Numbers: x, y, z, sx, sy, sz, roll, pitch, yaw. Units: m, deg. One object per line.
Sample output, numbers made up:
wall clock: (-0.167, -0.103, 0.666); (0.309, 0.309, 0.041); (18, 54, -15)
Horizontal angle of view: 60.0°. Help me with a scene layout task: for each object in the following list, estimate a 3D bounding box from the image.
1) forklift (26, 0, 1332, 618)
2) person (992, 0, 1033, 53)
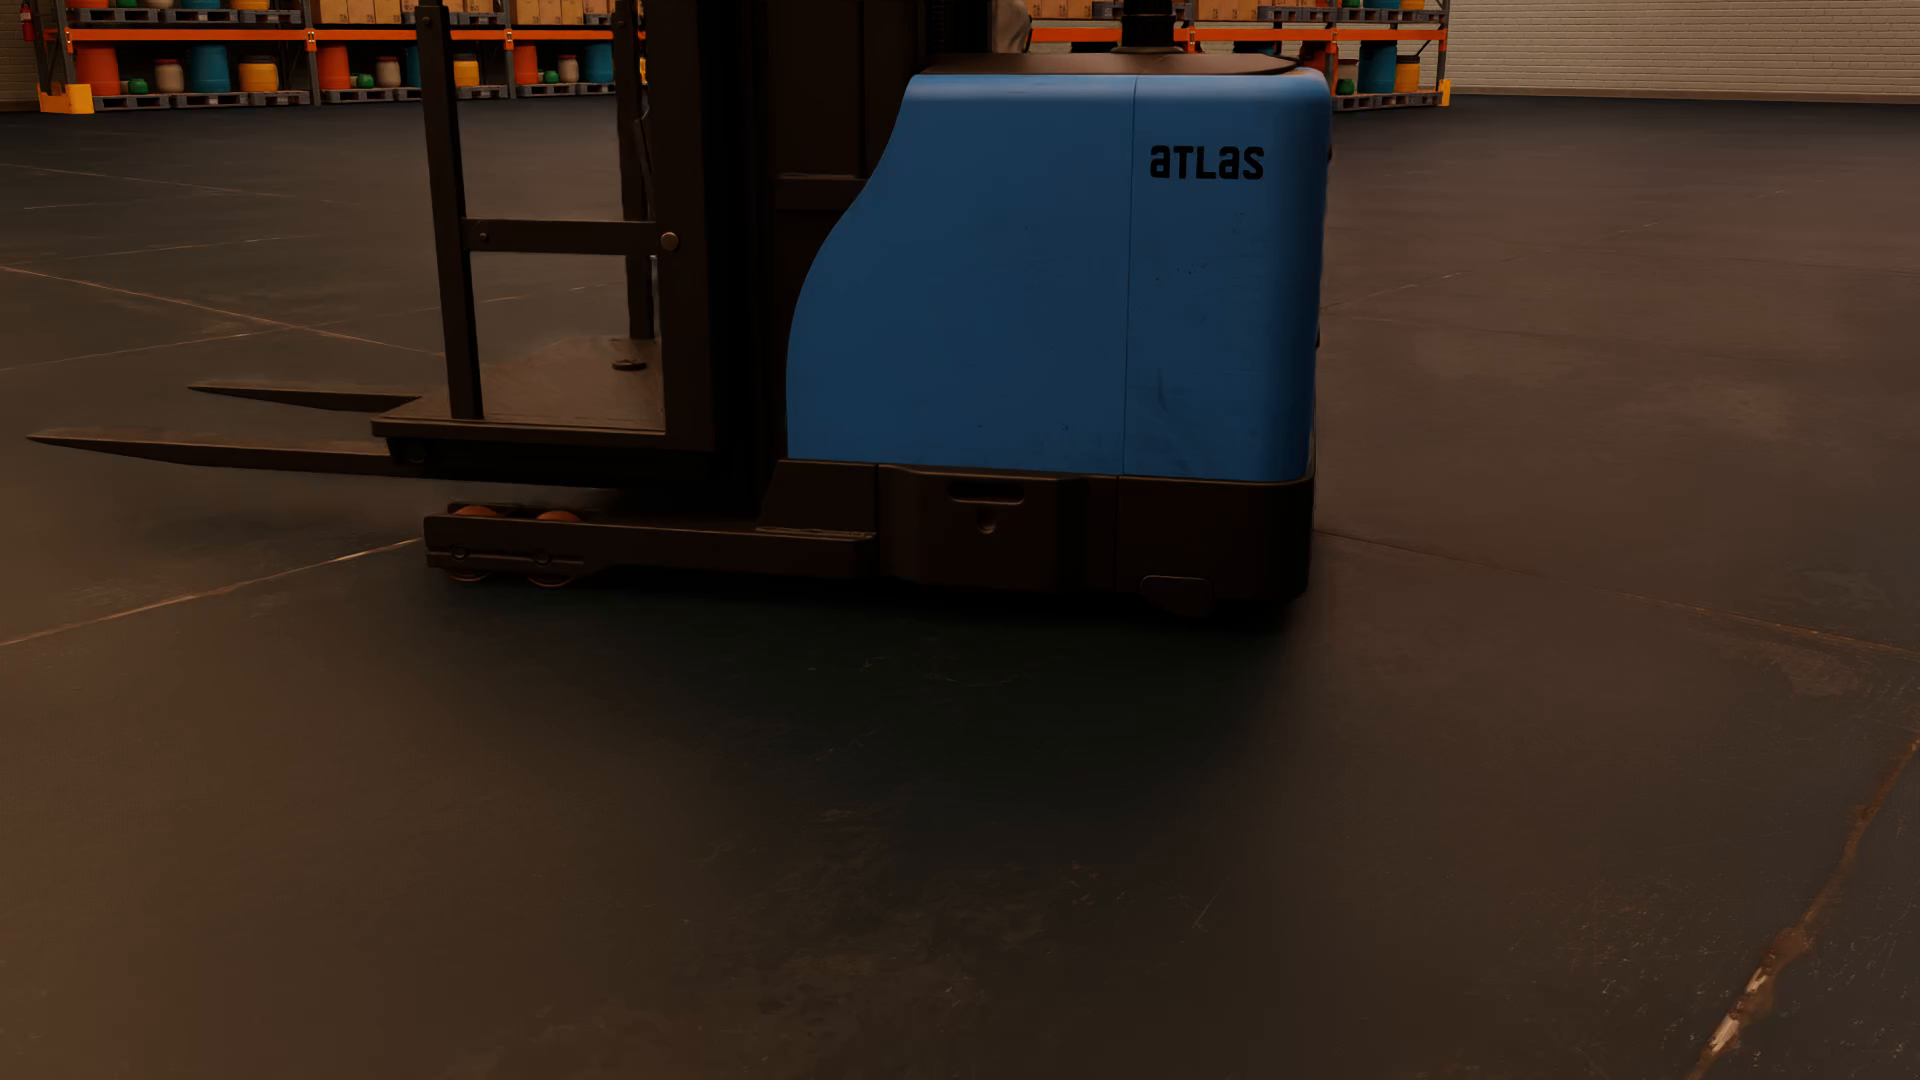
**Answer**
forklift: (-0.696, -1.444, 3.653); (3.031, 2.935, 1.130); (3, 17, 11)
person: (0.179, -1.471, 5.925); (0.429, 1.664, 0.599); (1, 17, 2)
